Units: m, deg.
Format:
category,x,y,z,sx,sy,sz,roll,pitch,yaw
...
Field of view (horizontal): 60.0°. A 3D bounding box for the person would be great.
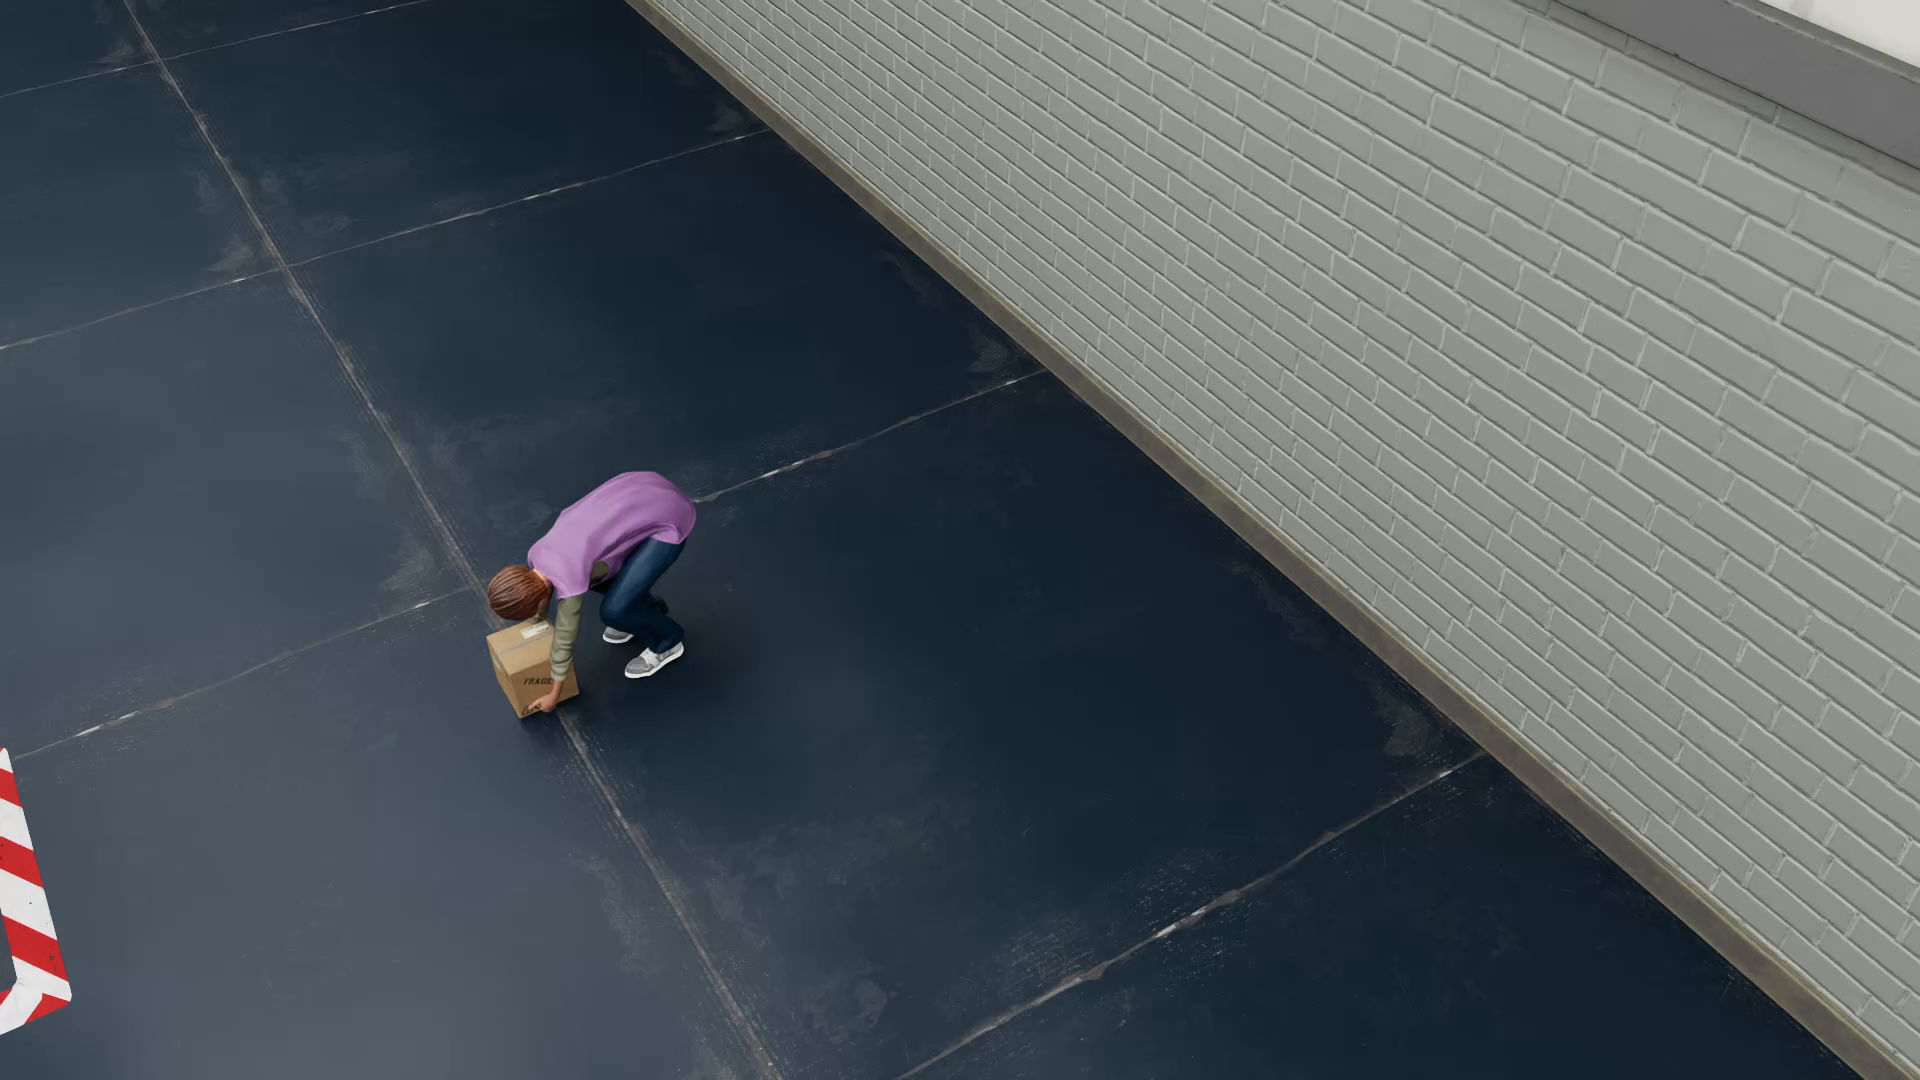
category,x,y,z,sx,sy,sz,roll,pitch,yaw
person,-5.087,-2.987,8.350,2.876,3.195,10.315,-25,47,-26
